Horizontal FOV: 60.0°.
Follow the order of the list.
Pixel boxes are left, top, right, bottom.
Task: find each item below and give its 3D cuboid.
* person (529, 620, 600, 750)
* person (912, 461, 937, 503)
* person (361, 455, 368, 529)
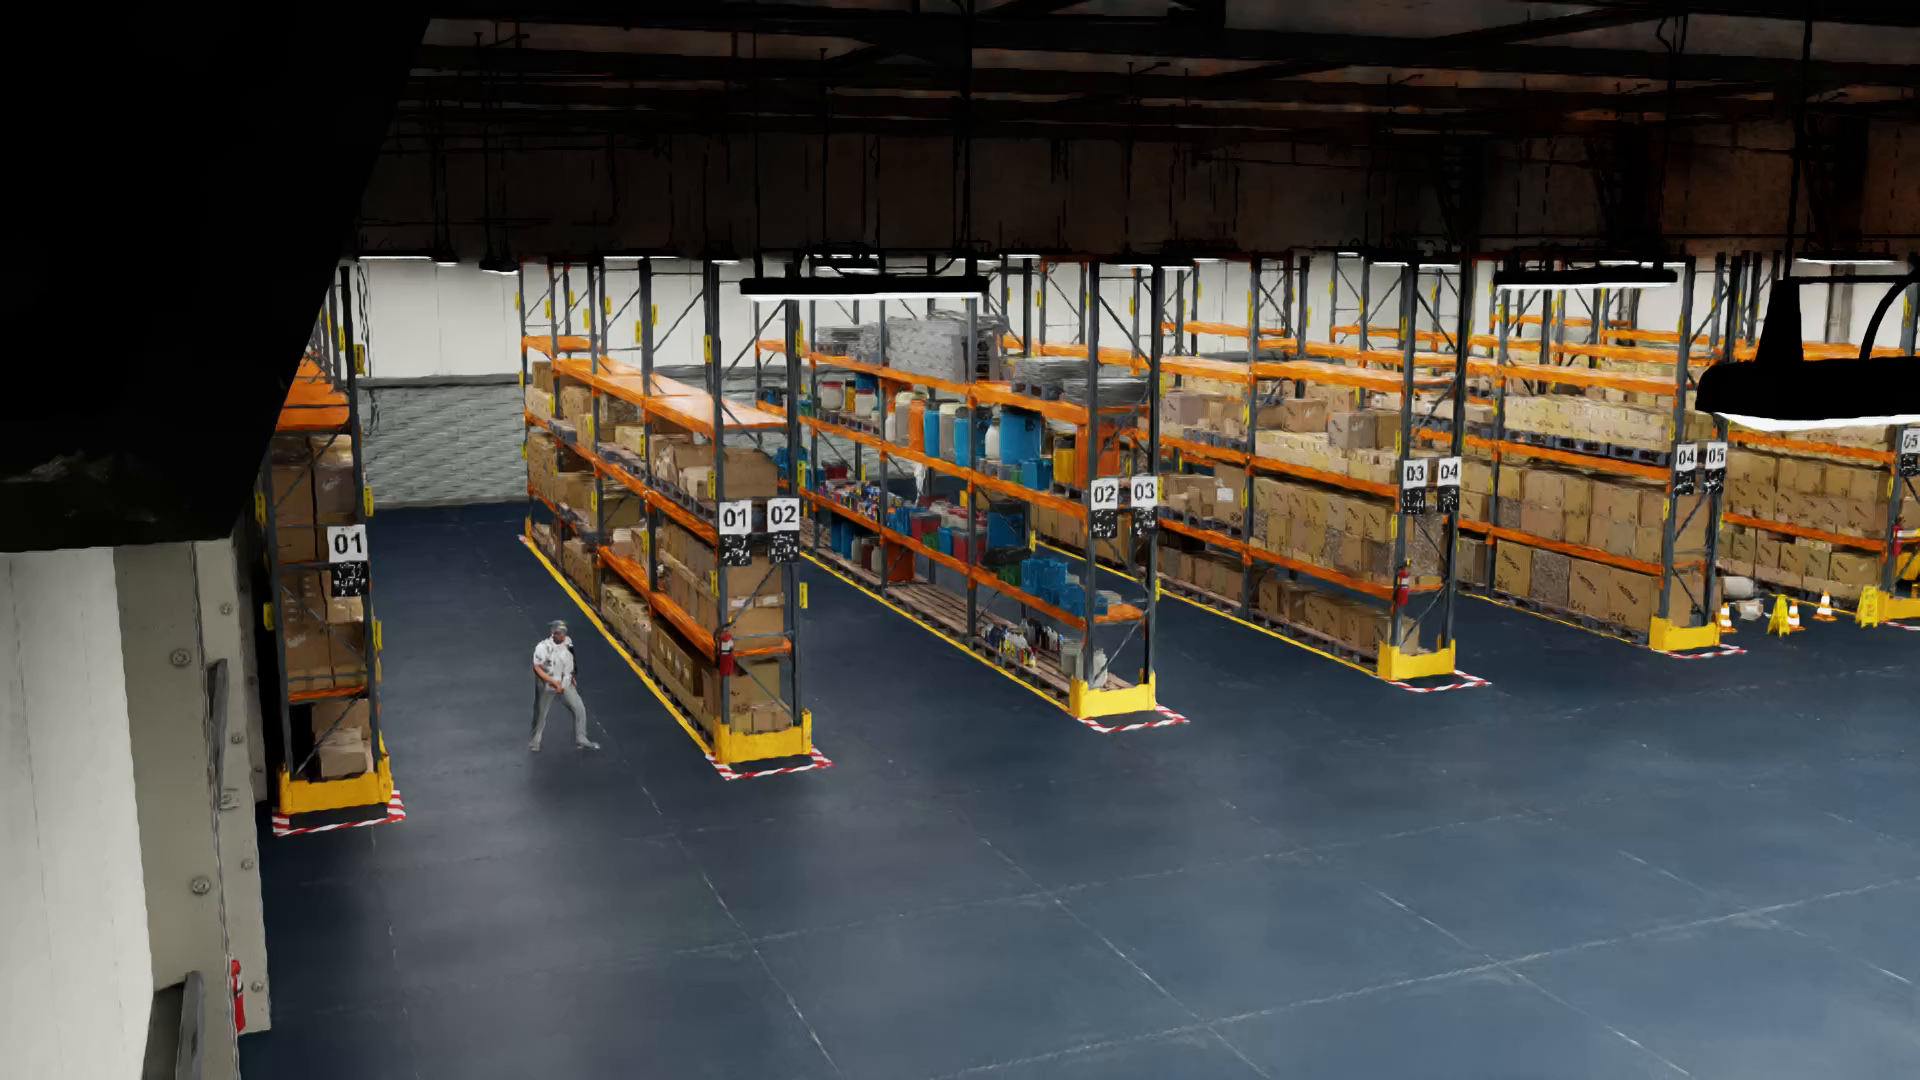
[{"bbox_3d":[-4.982,1.780,20.572,0.707,1.697,0.827,-9,14,-40],"label":"person"},{"bbox_3d":[-0.833,-1.754,39.853,0.631,1.722,1.045,0,10,-2],"label":"person"},{"bbox_3d":[-13.226,-1.039,36.113,0.502,1.664,0.660,5,11,24],"label":"person"}]
